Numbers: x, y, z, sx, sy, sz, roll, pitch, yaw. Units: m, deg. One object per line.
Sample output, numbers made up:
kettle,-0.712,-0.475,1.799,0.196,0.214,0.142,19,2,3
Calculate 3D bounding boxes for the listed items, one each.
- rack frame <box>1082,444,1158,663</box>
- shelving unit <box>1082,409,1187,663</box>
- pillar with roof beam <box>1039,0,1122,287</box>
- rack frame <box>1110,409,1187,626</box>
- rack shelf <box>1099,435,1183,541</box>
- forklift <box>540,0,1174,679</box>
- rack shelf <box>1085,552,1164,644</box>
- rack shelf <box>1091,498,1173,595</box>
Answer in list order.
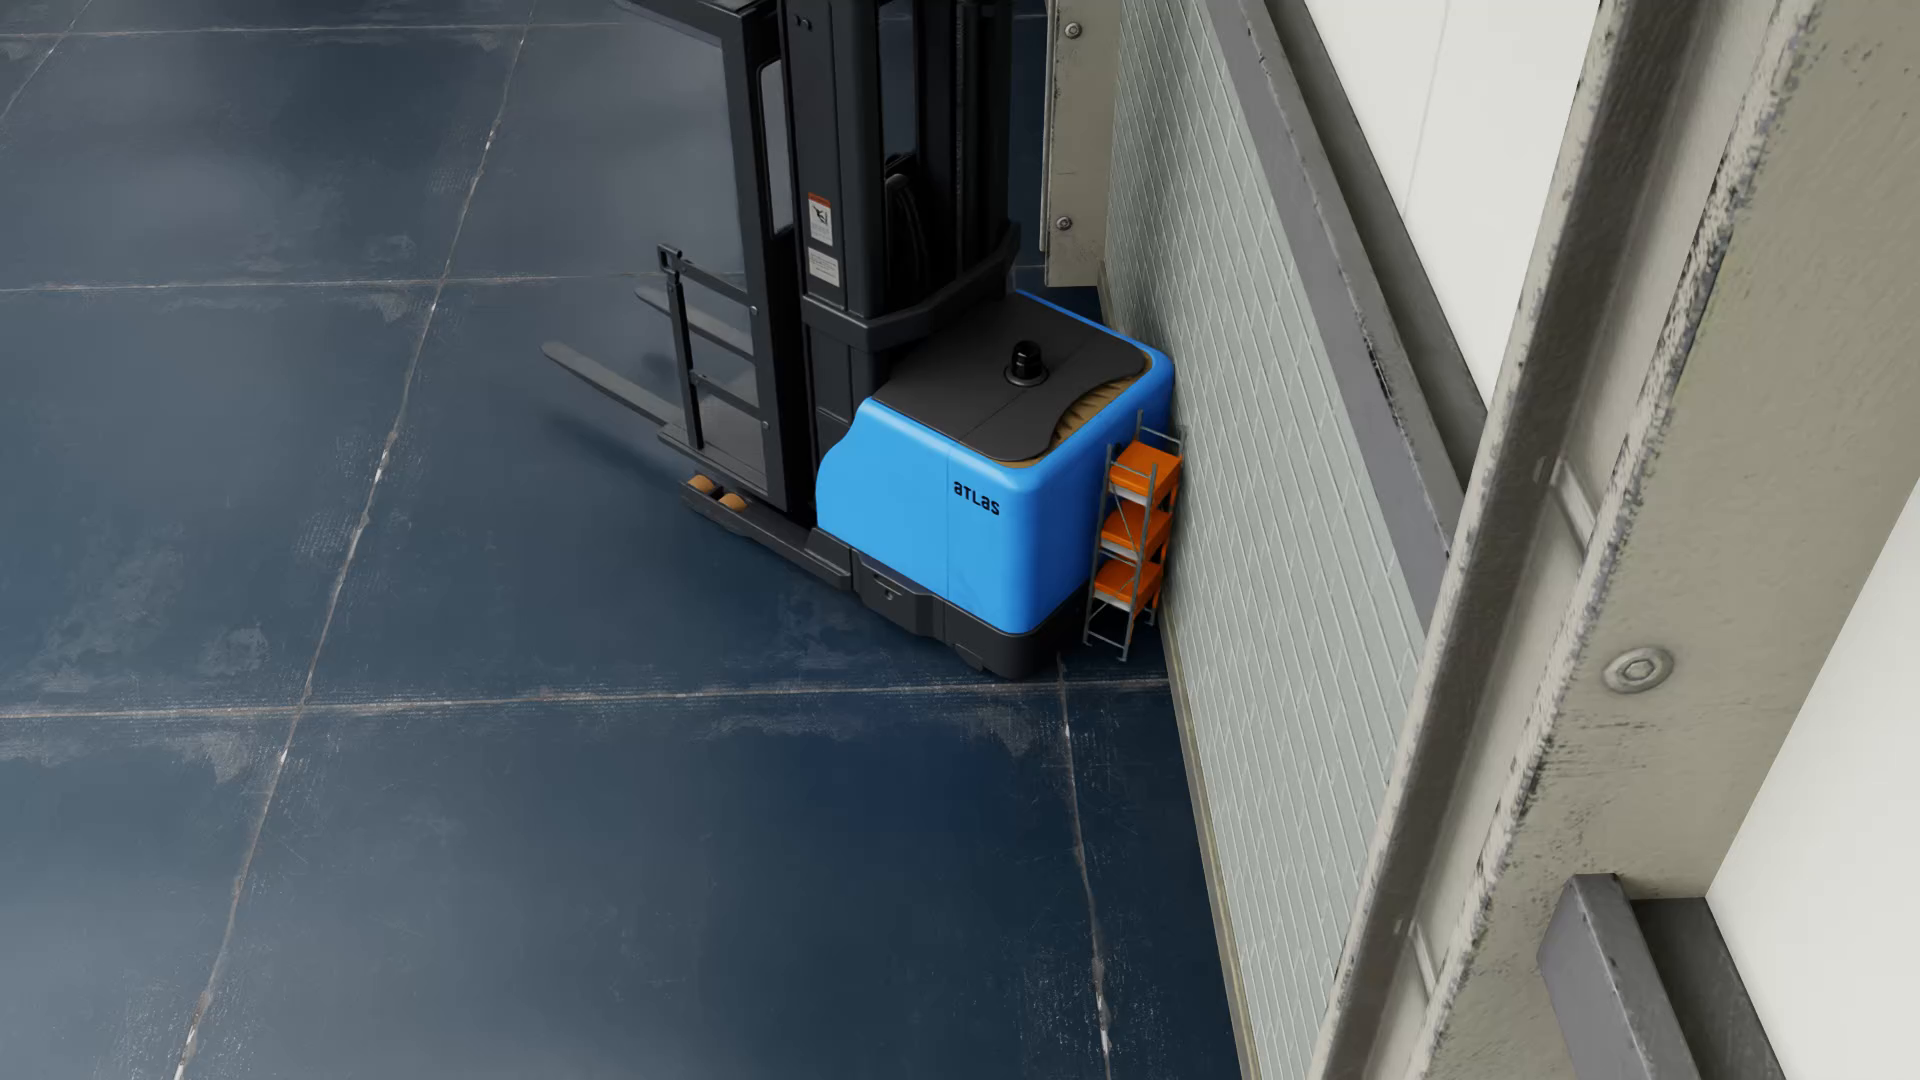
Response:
rack frame,0.606,0.072,6.386,0.200,1.050,0.008,24,47,21
shelving unit,0.669,0.003,6.463,0.215,1.050,0.252,24,47,21
pillar with roof beam,-3.709,-4.657,5.671,9.100,9.000,0.400,-2,43,-2
rack frame,0.733,-0.067,6.541,0.200,1.050,0.008,24,47,21
rack shelf,0.680,-0.196,6.276,0.215,0.259,0.240,24,47,21
forklift,-0.617,-1.369,6.574,3.031,2.935,1.130,29,50,28
rack shelf,0.658,0.212,6.661,0.215,0.259,0.240,24,47,21
rack shelf,0.669,0.010,6.471,0.215,0.259,0.240,24,47,21
